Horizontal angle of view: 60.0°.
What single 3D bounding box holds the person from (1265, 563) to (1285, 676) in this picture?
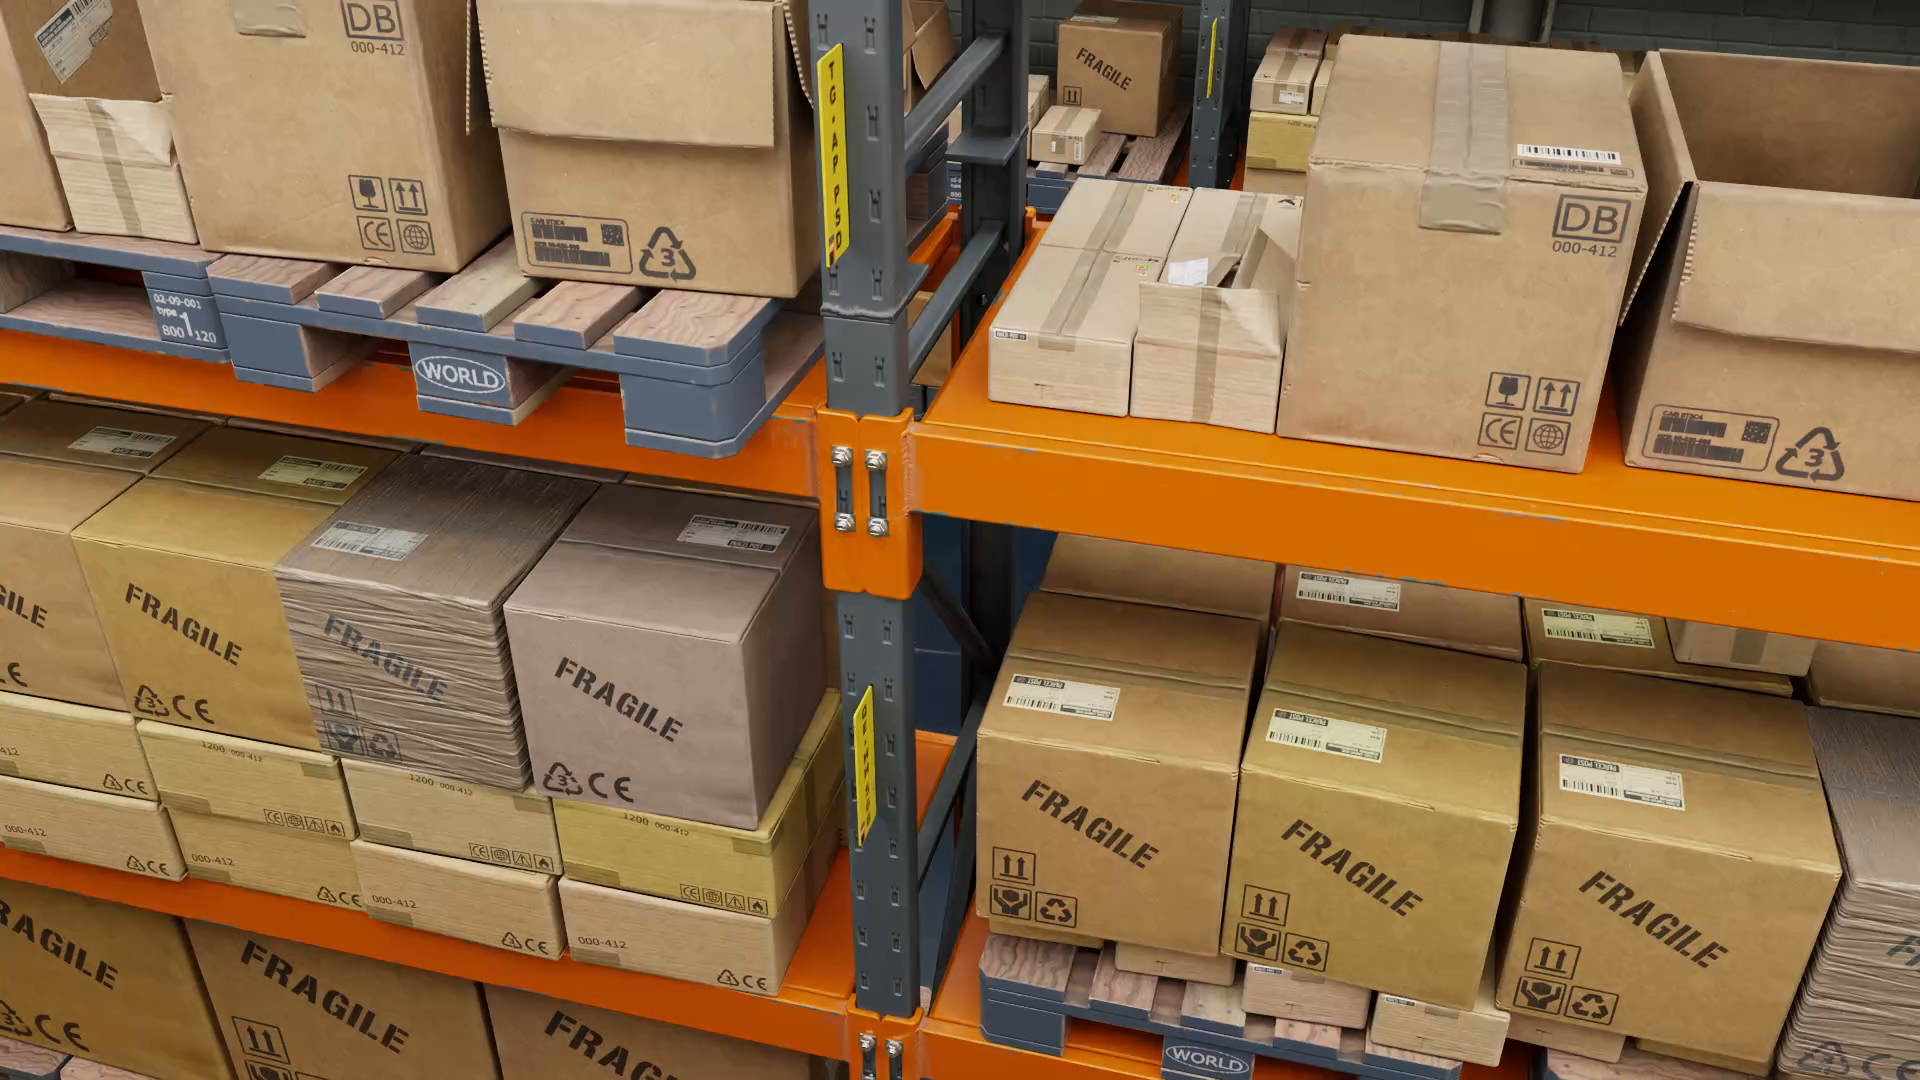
[{"bbox_3d":[1.123,0.248,5.801,0.496,1.712,0.549,9,34,14],"label":"person"}]
